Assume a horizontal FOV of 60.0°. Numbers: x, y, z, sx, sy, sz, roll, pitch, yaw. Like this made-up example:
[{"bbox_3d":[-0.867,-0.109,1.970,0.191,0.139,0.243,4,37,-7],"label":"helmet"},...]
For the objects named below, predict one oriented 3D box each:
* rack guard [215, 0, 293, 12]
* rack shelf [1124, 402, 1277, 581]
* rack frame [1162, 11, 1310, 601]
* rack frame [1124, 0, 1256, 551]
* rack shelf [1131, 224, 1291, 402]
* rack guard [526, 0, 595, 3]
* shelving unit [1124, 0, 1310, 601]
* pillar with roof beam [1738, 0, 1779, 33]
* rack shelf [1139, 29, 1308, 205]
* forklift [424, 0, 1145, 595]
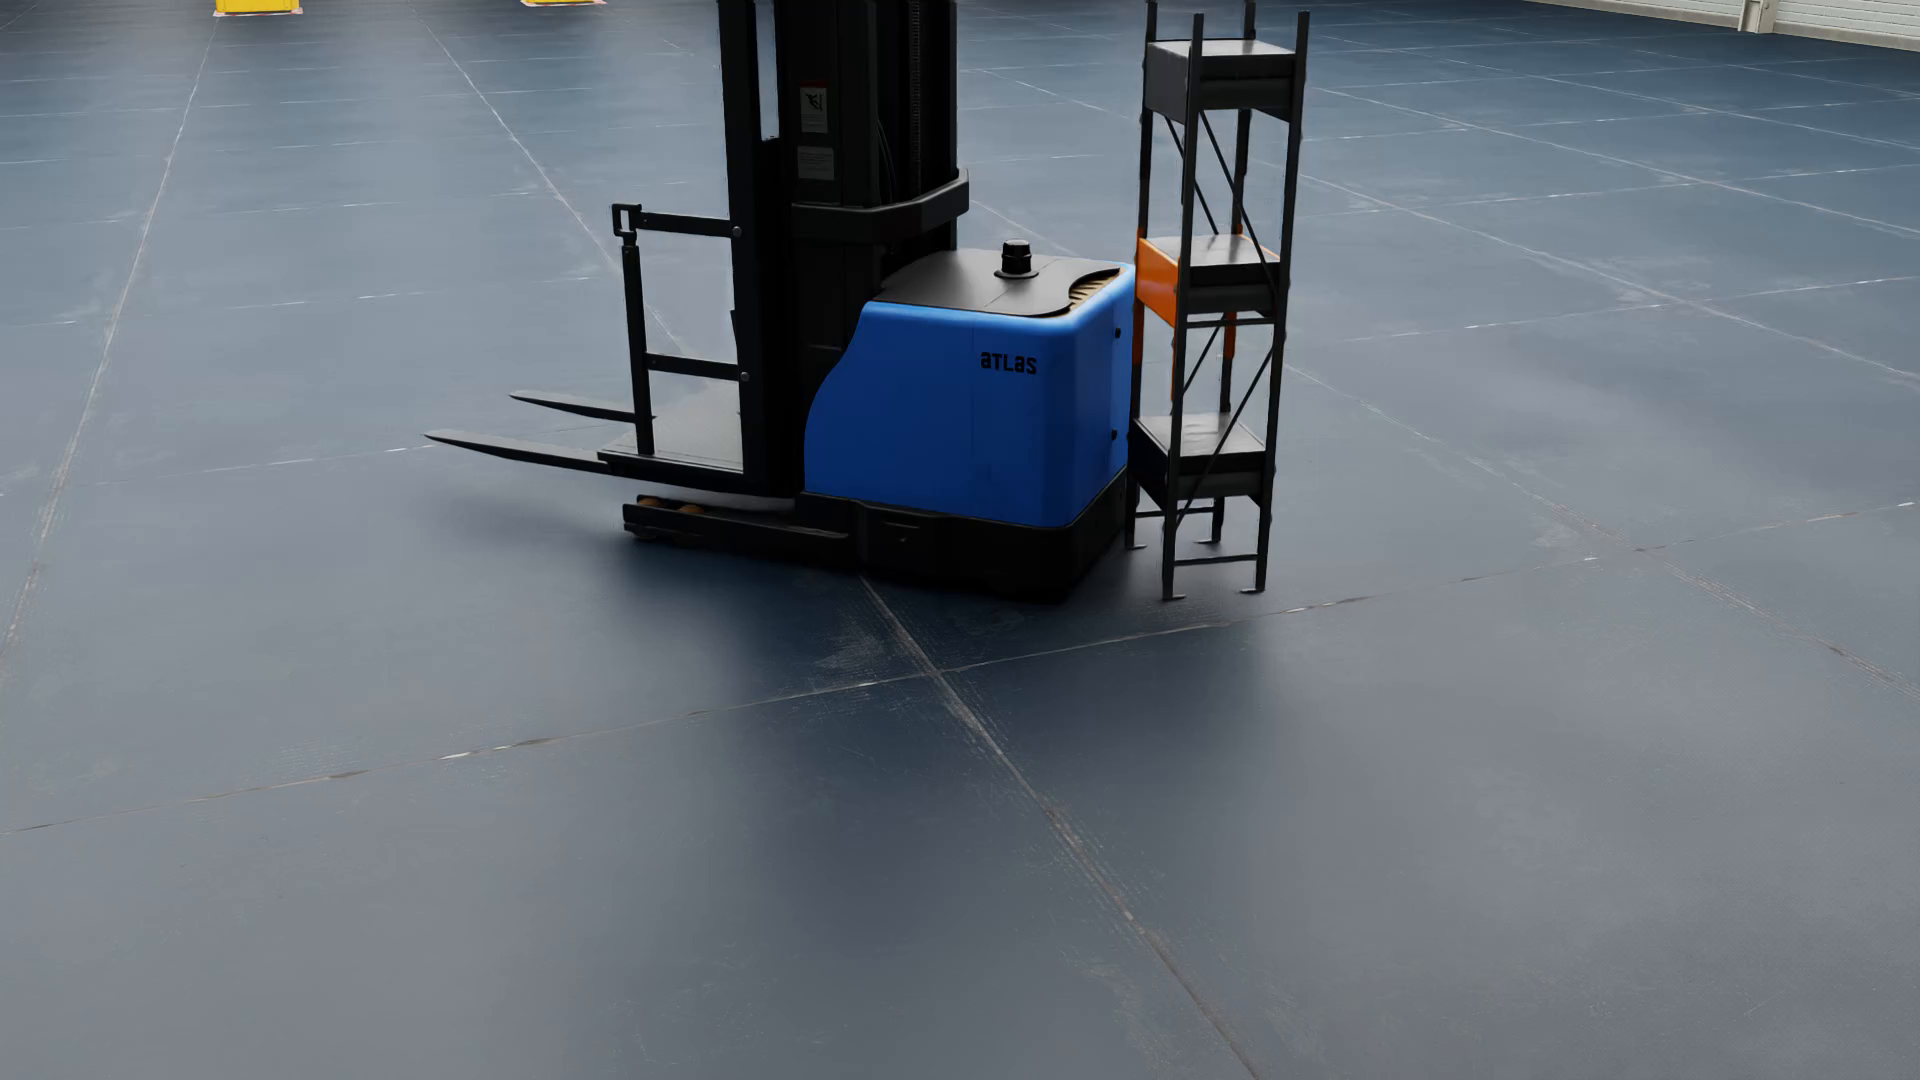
[{"bbox_3d":[-11.699,-9.025,27.520,1.175,0.500,0.348,-8,24,-19],"label":"rack guard"},{"bbox_3d":[0.905,-0.194,6.343,0.431,0.518,0.480,-5,23,-11],"label":"rack shelf"},{"bbox_3d":[0.954,-0.758,5.846,0.400,2.100,0.015,-5,23,-11],"label":"rack frame"},{"bbox_3d":[0.855,-0.944,6.286,0.400,2.100,0.015,-5,23,-11],"label":"rack frame"},{"bbox_3d":[0.905,-0.839,6.071,0.431,0.518,0.480,-5,23,-11],"label":"rack shelf"},{"bbox_3d":[-7.022,-9.712,29.148,1.175,0.500,0.348,-8,24,-19],"label":"rack guard"},{"bbox_3d":[0.905,-0.851,6.066,0.431,2.100,0.503,-5,23,-11],"label":"shelving unit"},{"bbox_3d":[7.728,-11.068,21.424,9.100,9.000,0.400,-8,24,-19],"label":"pillar with roof beam"},{"bbox_3d":[0.905,-1.484,5.799,0.431,0.518,0.480,-5,23,-11],"label":"rack shelf"},{"bbox_3d":[-0.820,-1.501,6.537,3.031,2.935,1.130,9,25,21],"label":"forklift"}]
